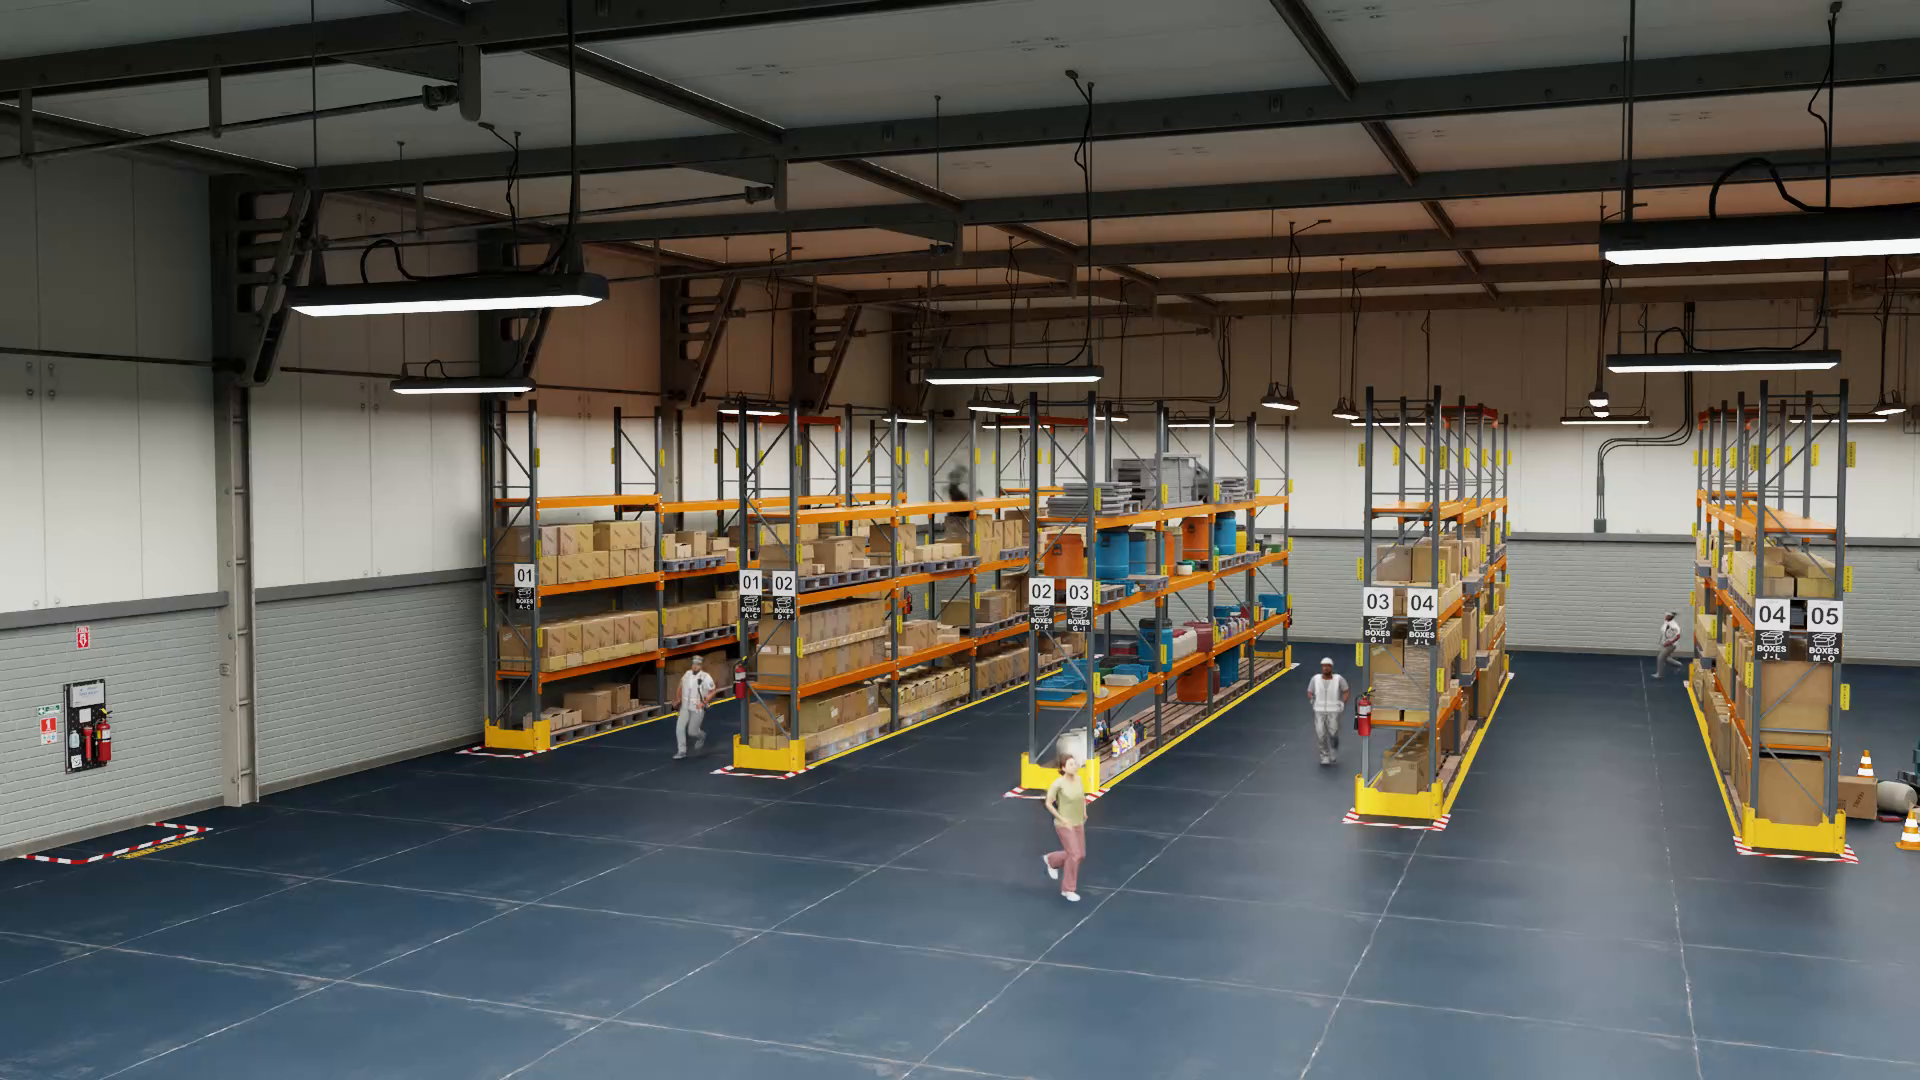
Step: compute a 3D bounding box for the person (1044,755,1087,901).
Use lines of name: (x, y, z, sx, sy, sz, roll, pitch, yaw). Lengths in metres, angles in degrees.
person: (1.179, 3.256, 19.029, 0.586, 1.643, 0.626, -2, 4, -38)

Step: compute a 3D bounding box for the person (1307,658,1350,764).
person: (5.959, 2.789, 27.016, 0.669, 1.737, 0.589, 1, 3, 19)

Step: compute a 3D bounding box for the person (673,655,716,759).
person: (-4.420, 2.772, 27.734, 0.707, 1.725, 0.697, 1, 3, 19)

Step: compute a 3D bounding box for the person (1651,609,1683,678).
person: (16.095, 2.351, 37.631, 0.653, 1.597, 0.654, 0, 3, -2)
